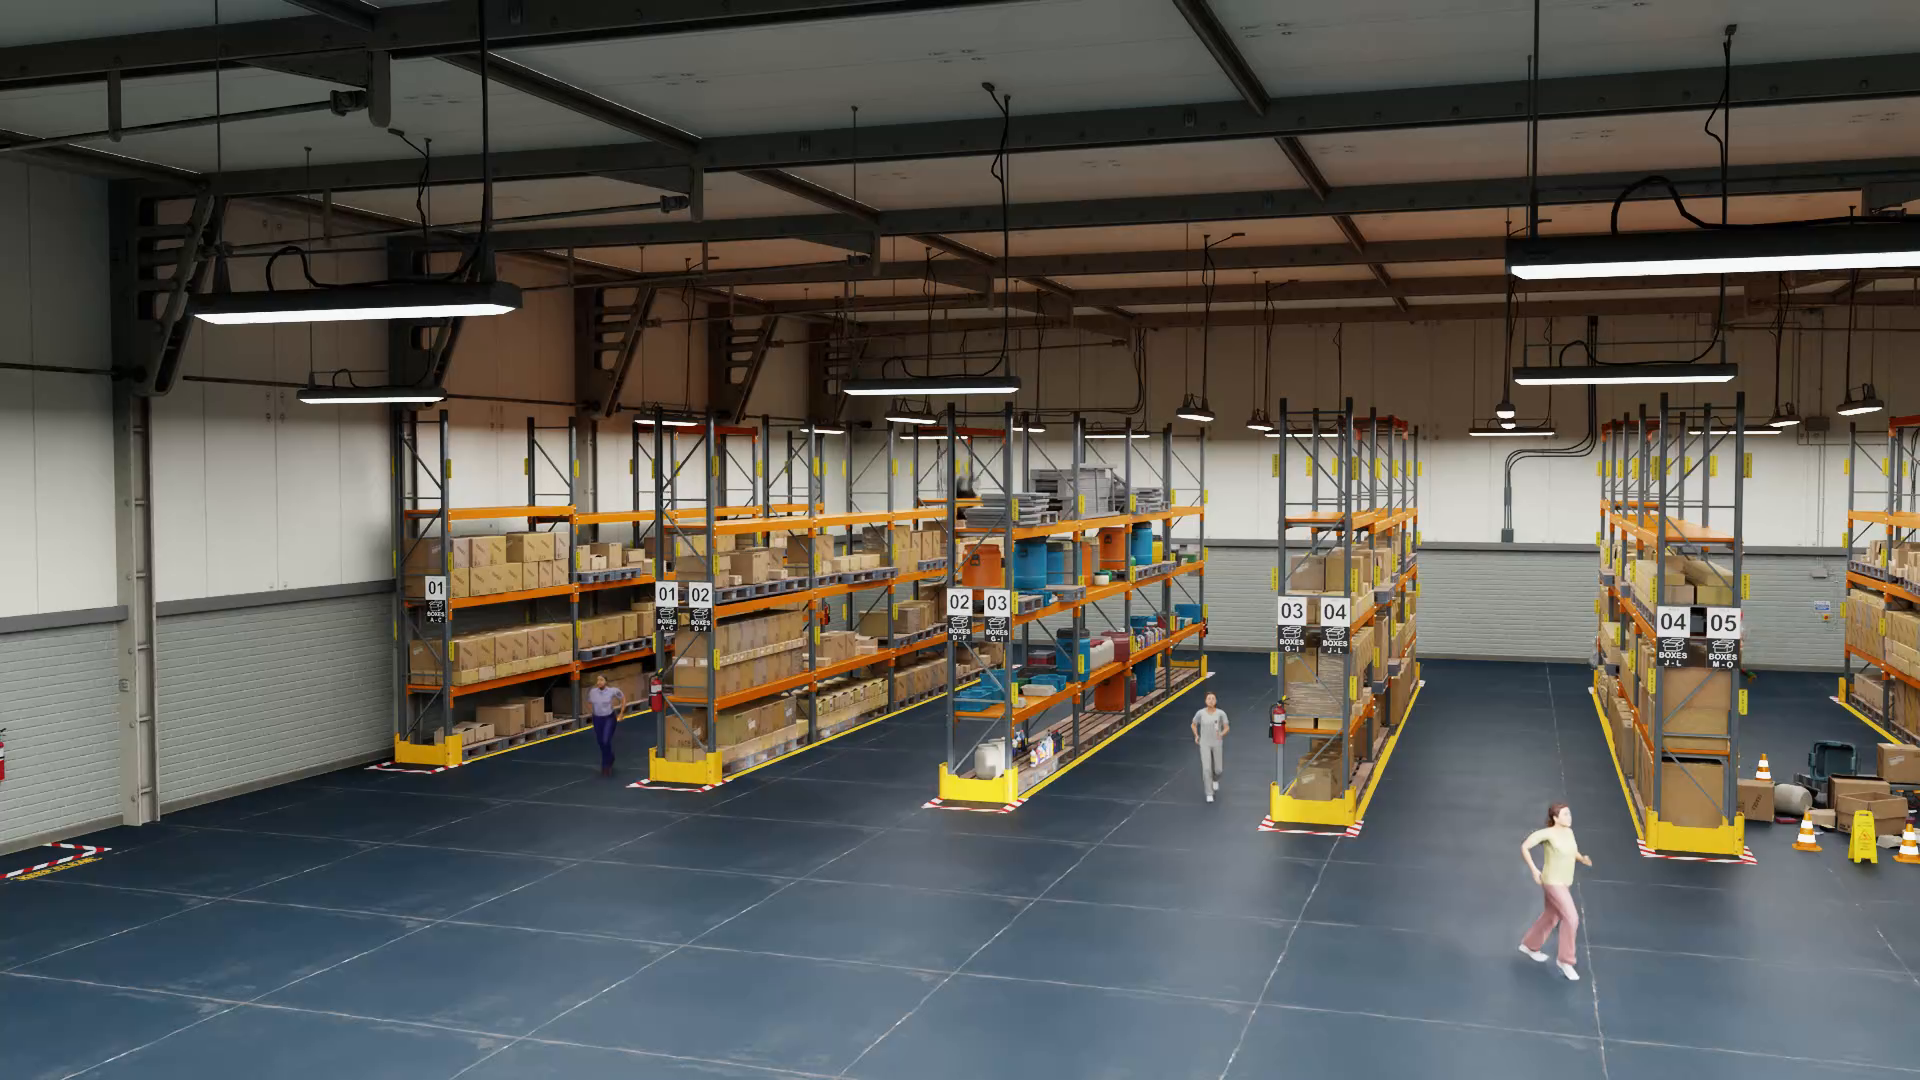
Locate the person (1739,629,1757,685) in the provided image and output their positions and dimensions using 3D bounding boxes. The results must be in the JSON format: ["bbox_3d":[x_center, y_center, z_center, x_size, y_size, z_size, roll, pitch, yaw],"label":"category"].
[{"bbox_3d":[17.461,2.512,37.470,0.951,1.787,0.668,1,3,20],"label":"person"}]

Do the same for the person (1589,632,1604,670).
[{"bbox_3d":[14.768,2.516,38.230,0.531,1.714,0.692,0,2,11],"label":"person"}]

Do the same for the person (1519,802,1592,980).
[{"bbox_3d":[5.929,3.461,16.593,0.562,1.724,0.744,-2,3,-41],"label":"person"}]

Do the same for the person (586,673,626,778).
[{"bbox_3d":[-5.839,3.030,27.369,0.616,1.676,0.819,1,3,14],"label":"person"}]

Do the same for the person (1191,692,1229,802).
[{"bbox_3d":[3.784,3.104,25.170,0.571,1.628,0.753,0,2,7],"label":"person"}]
